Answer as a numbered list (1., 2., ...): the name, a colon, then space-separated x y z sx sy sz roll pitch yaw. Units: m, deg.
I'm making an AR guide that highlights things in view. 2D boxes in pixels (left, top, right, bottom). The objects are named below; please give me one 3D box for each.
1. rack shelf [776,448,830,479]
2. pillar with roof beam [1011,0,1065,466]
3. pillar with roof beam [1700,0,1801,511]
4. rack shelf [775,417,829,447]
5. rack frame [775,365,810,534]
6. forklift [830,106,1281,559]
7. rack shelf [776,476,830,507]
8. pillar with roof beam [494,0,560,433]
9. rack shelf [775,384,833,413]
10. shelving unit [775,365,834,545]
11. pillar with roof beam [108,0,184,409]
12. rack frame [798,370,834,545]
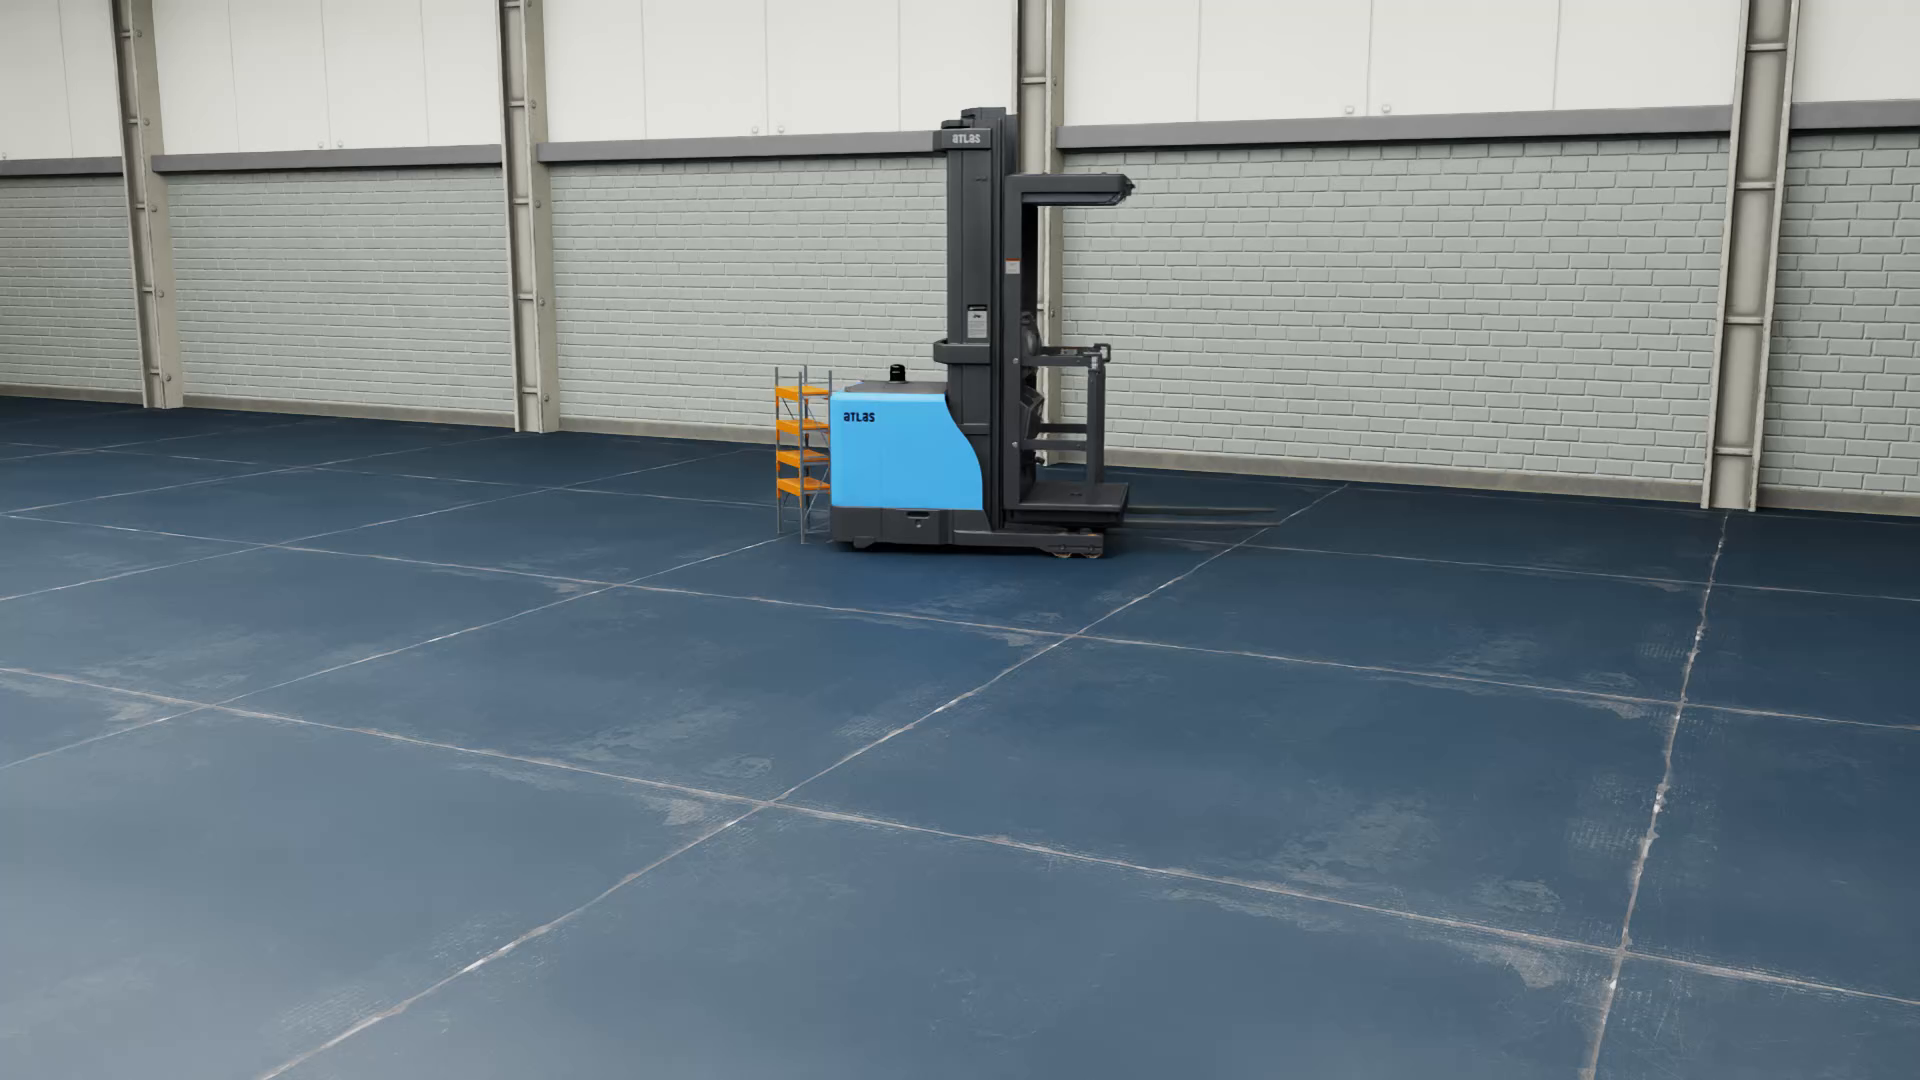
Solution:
1. rack shelf: -1.097 -0.541 11.728 0.258 0.148 0.480 -5 11 -25
2. pillar with roof beam: -1.194 -4.475 11.188 0.400 9.000 9.100 5 11 26
3. pillar with roof beam: 4.187 -4.002 8.576 0.400 9.000 9.100 5 11 26
4. rack shelf: -1.097 -0.761 11.688 0.258 0.148 0.480 -5 11 -25
5. rack frame: -1.202 -0.646 11.933 0.240 1.200 0.015 -5 11 -25
6. forklift: 0.672 -1.417 11.332 3.031 2.935 1.130 1 10 8
7. rack shelf: -1.097 -0.346 11.763 0.258 0.148 0.480 -5 11 -25
8. pillar with roof beam: -6.574 -4.948 13.801 0.400 9.000 9.100 5 11 26
9. rack shelf: -1.097 -0.994 11.646 0.258 0.148 0.480 -5 11 -25
10. shelving unit: -1.097 -0.607 11.716 0.258 1.200 0.503 -5 11 -25
11. pillar with roof beam: -11.955 -5.421 16.413 0.400 9.000 9.100 5 11 26
12. rack frame: -0.992 -0.568 11.499 0.240 1.200 0.015 -5 11 -25
